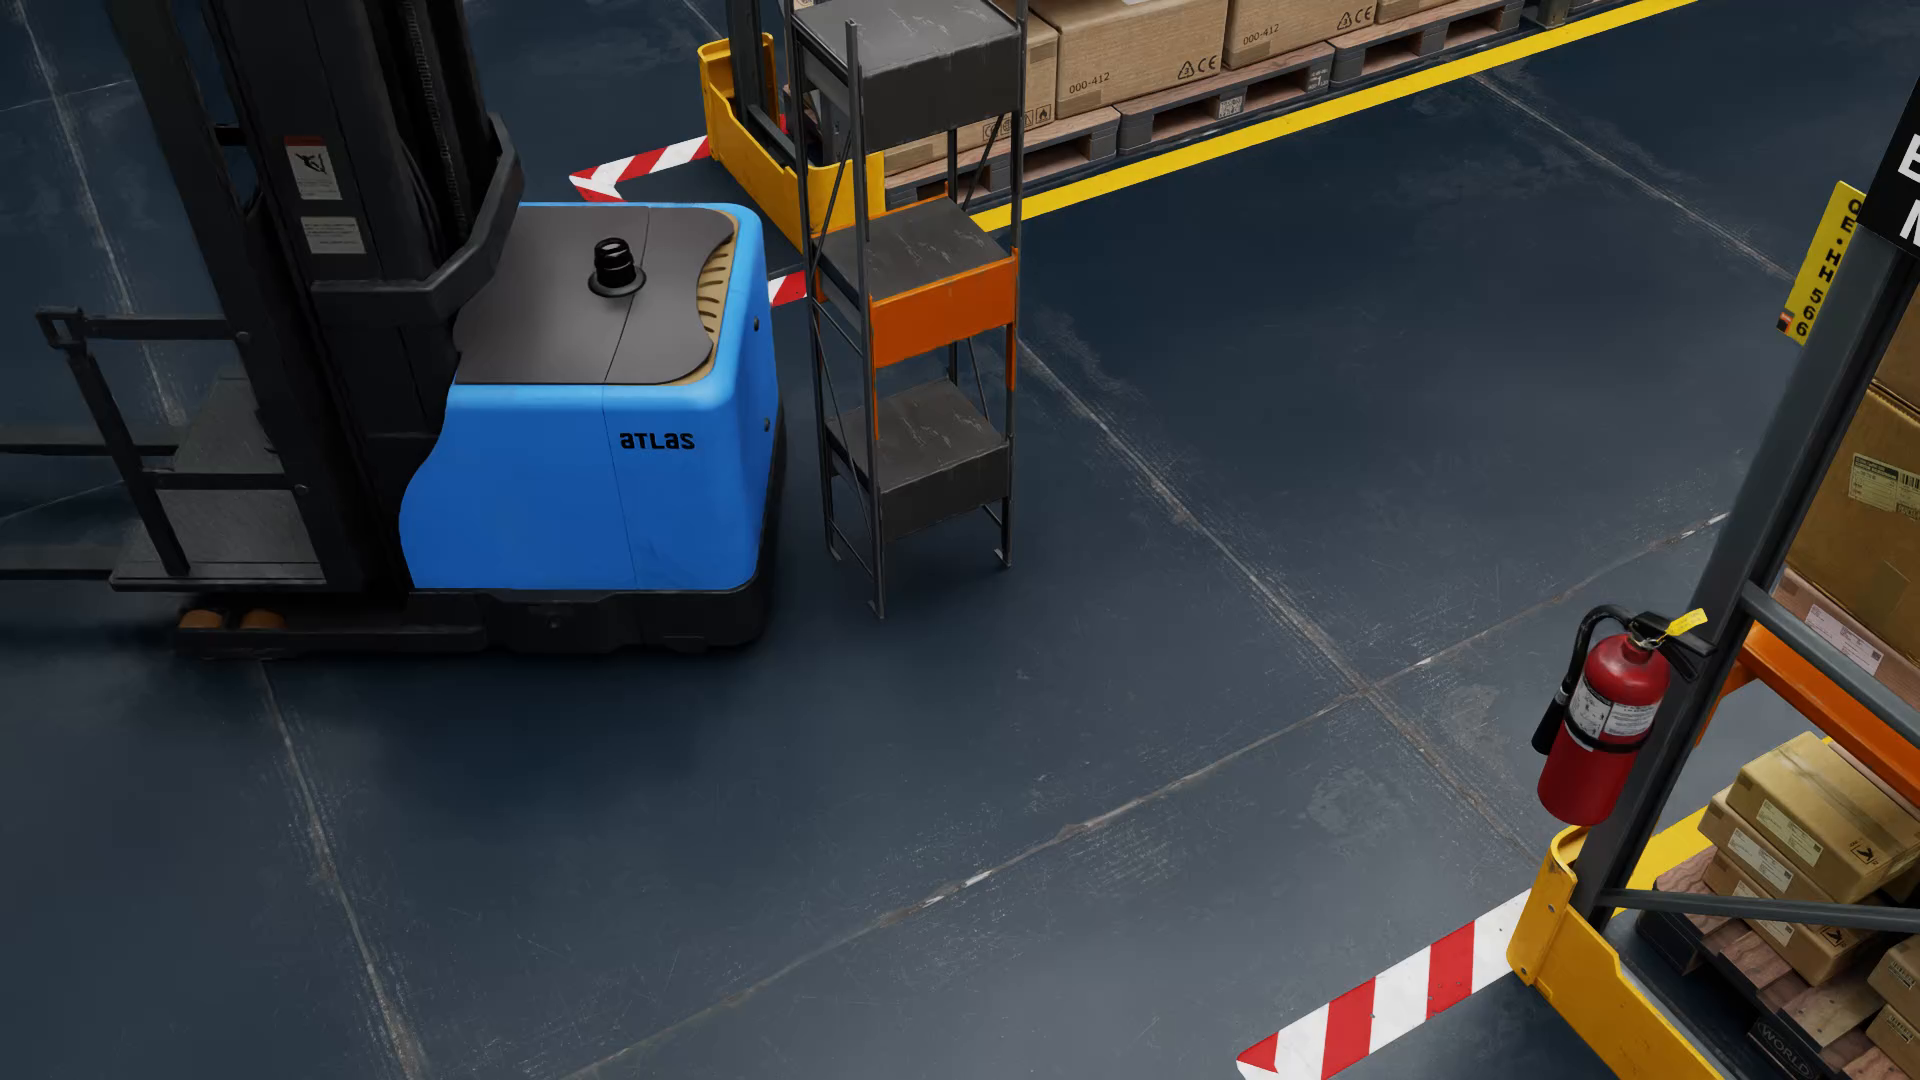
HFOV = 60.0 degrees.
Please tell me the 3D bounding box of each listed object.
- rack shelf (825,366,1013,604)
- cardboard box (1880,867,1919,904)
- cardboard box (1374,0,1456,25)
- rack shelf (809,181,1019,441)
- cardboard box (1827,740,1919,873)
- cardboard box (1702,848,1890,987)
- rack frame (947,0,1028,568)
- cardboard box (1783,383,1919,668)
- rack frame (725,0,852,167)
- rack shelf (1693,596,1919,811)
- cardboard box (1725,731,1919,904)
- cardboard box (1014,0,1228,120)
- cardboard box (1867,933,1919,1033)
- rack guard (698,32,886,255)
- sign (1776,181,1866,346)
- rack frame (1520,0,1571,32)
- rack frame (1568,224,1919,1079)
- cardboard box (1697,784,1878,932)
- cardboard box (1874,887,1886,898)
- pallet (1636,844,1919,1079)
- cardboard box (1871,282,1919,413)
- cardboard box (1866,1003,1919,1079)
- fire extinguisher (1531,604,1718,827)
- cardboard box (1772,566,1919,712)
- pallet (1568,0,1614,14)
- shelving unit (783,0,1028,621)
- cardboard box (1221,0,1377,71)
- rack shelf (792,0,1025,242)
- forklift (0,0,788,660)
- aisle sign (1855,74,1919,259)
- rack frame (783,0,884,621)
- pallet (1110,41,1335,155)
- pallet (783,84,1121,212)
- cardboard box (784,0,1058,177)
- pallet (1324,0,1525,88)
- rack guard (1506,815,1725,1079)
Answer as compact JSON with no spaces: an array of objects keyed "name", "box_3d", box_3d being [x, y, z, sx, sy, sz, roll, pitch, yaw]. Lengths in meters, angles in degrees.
[{"name":"rack shelf","box_3d":[-0.144,-0.184,5.457,0.480,0.518,0.431,-22,48,-21]},{"name":"cardboard box","box_3d":[2.420,0.729,4.377,0.250,0.149,0.380,-23,49,-22]},{"name":"cardboard box","box_3d":[2.168,-3.043,8.270,0.875,0.438,0.875,-22,48,-21]},{"name":"rack shelf","box_3d":[-0.144,-0.686,4.969,0.480,0.518,0.431,-22,48,-21]},{"name":"cardboard box","box_3d":[2.430,0.646,4.249,0.250,0.149,0.380,-21,48,-20]},{"name":"cardboard box","box_3d":[2.204,0.940,4.373,0.250,0.149,0.380,-21,48,-20]},{"name":"rack frame","box_3d":[0.068,-0.781,5.047,0.015,2.100,0.400,-22,48,-21]},{"name":"cardboard box","box_3d":[2.113,-0.077,3.390,0.500,0.500,0.500,-21,48,-20]},{"name":"rack frame","box_3d":[-0.703,-2.577,6.252,0.127,3.000,1.000,-22,48,-21]},{"name":"rack shelf","box_3d":[3.585,-0.059,4.174,4.000,0.370,1.077,-22,48,-21]},{"name":"cardboard box","box_3d":[2.184,0.699,4.194,0.250,0.149,0.380,-21,48,-20]},{"name":"cardboard box","box_3d":[0.609,-2.421,7.629,0.875,0.438,0.875,-21,48,-20]},{"name":"cardboard box","box_3d":[2.433,1.116,3.979,0.250,0.149,0.380,-20,48,-19]},{"name":"rack guard","box_3d":[-0.723,-1.672,7.114,0.348,0.500,1.175,-22,48,-21]},{"name":"sign","box_3d":[1.592,-0.494,3.047,0.005,0.325,0.100,-22,48,-21]},{"name":"rack frame","box_3d":[2.766,-3.965,7.682,0.127,3.000,1.000,-22,48,-21]},{"name":"rack frame","box_3d":[1.851,0.377,3.208,0.127,3.000,1.000,-22,48,-21]},{"name":"cardboard box","box_3d":[2.167,0.787,4.317,0.250,0.149,0.380,-23,49,-22]},{"name":"cardboard box","box_3d":[2.376,0.790,4.528,0.250,0.149,0.380,-20,48,-20]},{"name":"pallet","box_3d":[2.639,1.090,4.475,1.213,0.211,1.003,-22,48,-21]},{"name":"cardboard box","box_3d":[2.124,-0.434,3.040,0.500,0.500,0.500,-23,49,-22]},{"name":"cardboard box","box_3d":[2.465,1.261,4.043,0.250,0.149,0.380,-21,48,-20]},{"name":"fire extinguisher","box_3d":[1.403,0.347,3.562,0.183,0.674,0.296,-22,48,-21]},{"name":"cardboard box","box_3d":[1.993,0.183,3.588,0.250,0.149,0.380,-22,48,-21]},{"name":"pallet","box_3d":[3.397,-3.278,8.976,1.213,0.211,1.003,-22,48,-21]},{"name":"shelving unit","box_3d":[-0.144,-0.696,4.960,0.503,2.100,0.431,-22,48,-21]},{"name":"cardboard box","box_3d":[1.392,-2.732,7.950,0.875,0.438,0.875,-23,49,-22]},{"name":"rack shelf","box_3d":[-0.144,-1.189,4.482,0.480,0.518,0.431,-22,48,-21]},{"name":"forklift","box_3d":[-2.138,-1.036,4.713,3.031,2.935,1.130,0,44,0]},{"name":"aisle sign","box_3d":[1.638,-0.712,2.463,0.004,0.787,0.394,-22,48,-21]},{"name":"rack frame","box_3d":[-0.355,-0.611,4.872,0.015,2.100,0.400,-22,48,-21]},{"name":"pallet","box_3d":[1.008,-2.322,7.991,1.213,0.211,1.003,-22,48,-21]},{"name":"pallet","box_3d":[-0.048,-1.901,7.558,1.213,0.211,1.003,-22,48,-21]},{"name":"cardboard box","box_3d":[-0.180,-2.098,7.296,0.875,0.438,0.875,-23,49,-22]},{"name":"pallet","box_3d":[2.067,-2.748,8.430,1.213,0.211,1.003,-22,48,-21]},{"name":"rack guard","box_3d":[1.917,1.247,4.106,0.348,0.500,1.175,-22,48,-21]}]
